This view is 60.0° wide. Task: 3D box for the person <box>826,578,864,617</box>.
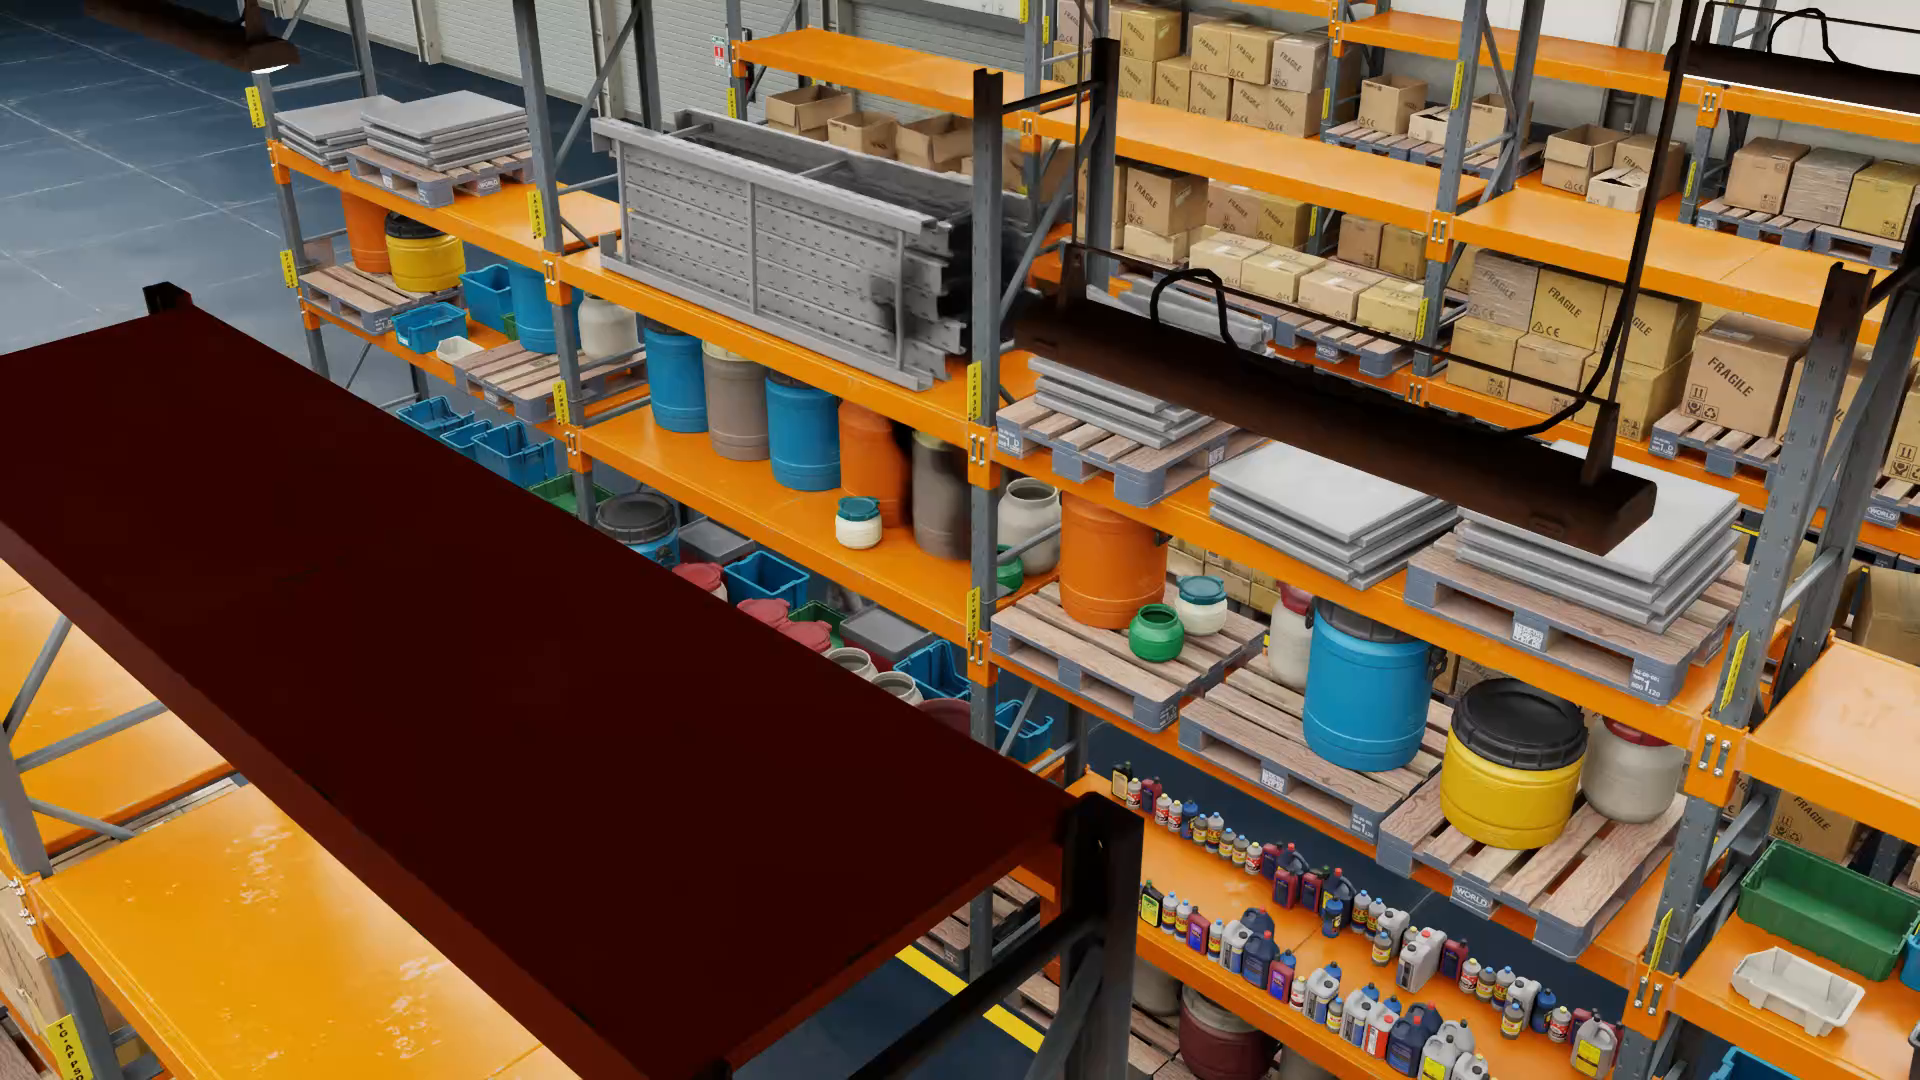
[{"bbox_3d":[-1.066,-0.067,14.017,0.726,1.892,0.624,19,35,30],"label":"person"}]
